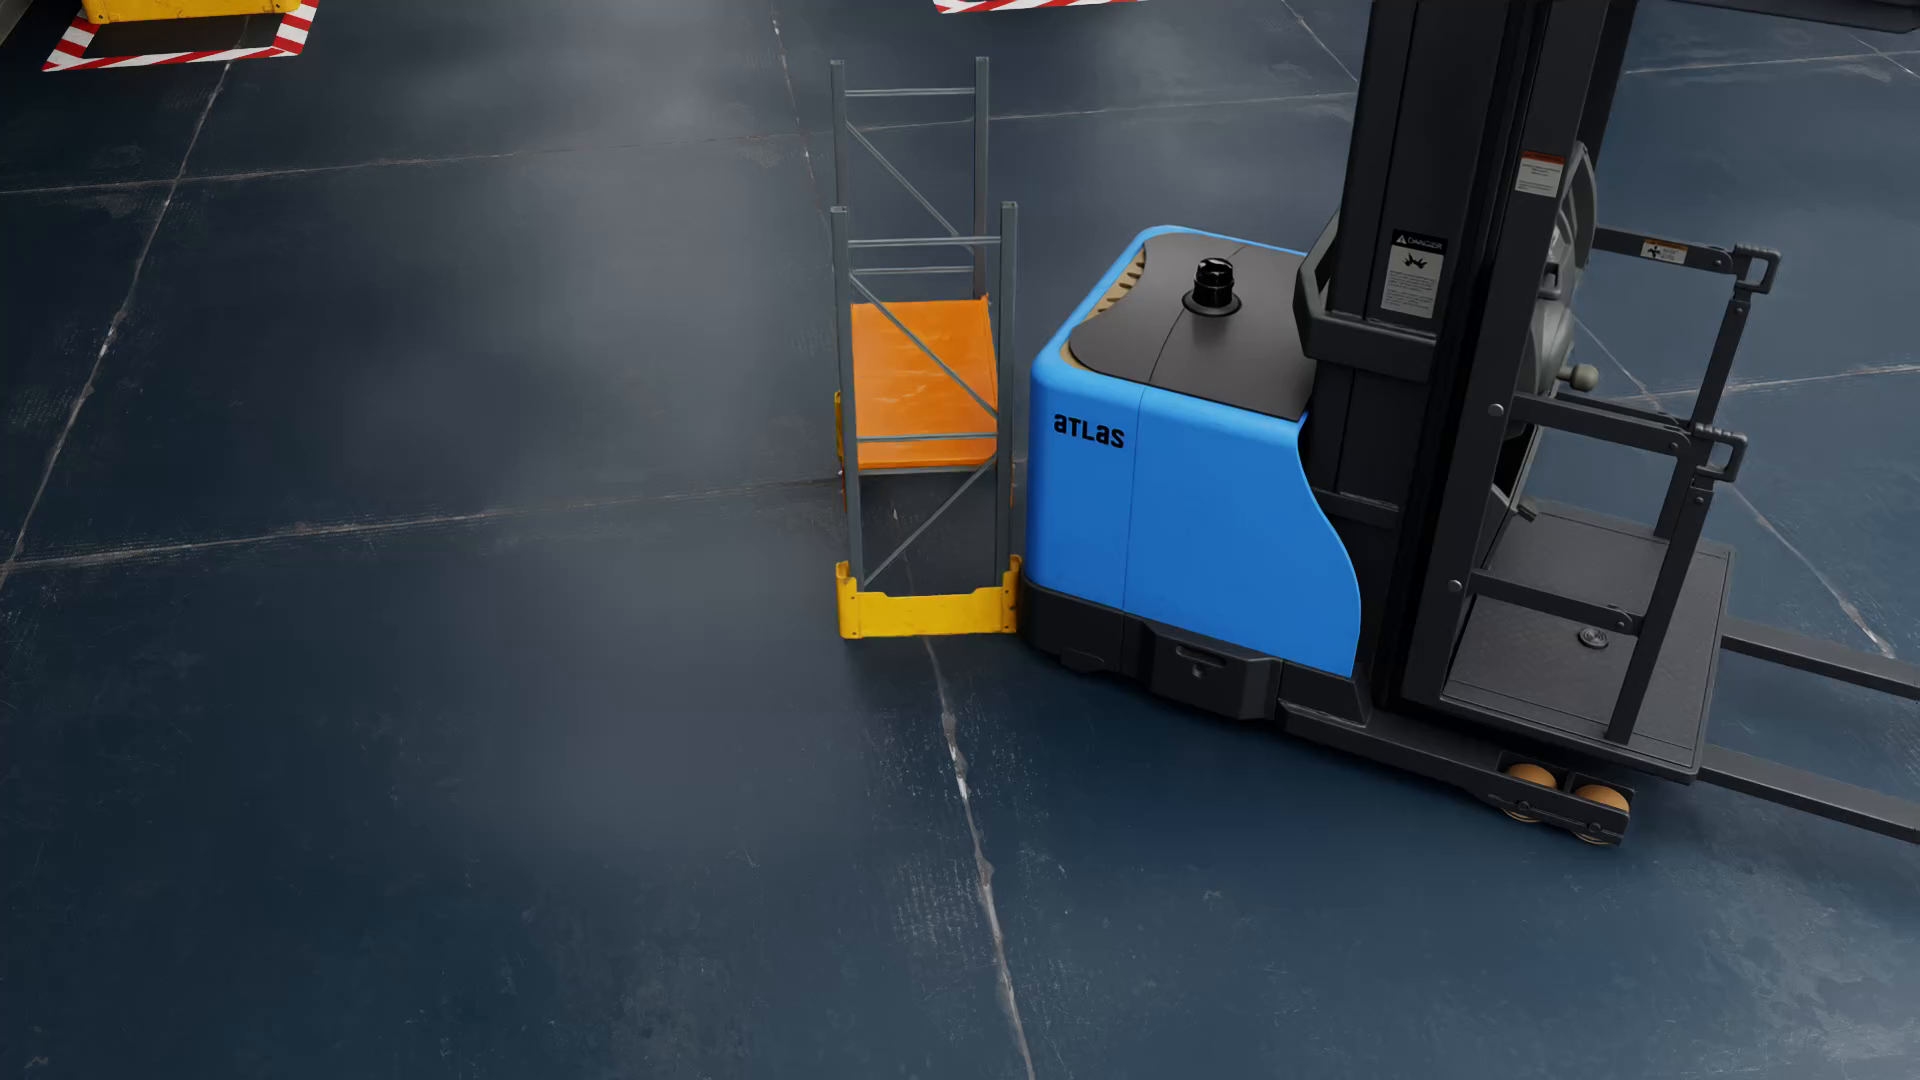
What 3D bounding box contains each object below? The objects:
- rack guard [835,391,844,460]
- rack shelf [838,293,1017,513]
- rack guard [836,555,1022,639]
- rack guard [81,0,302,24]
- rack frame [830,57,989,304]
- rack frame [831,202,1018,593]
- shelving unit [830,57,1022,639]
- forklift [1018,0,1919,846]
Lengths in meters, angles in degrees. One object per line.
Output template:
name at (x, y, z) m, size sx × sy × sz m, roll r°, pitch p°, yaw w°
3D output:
rack guard at (-0.159, -0.428, 6.097) m, size 0.587 × 0.250 × 0.087 m, roll -2°, pitch 38°, yaw -3°
rack shelf at (-0.128, -0.469, 5.425) m, size 0.538 × 0.185 × 1.000 m, roll -2°, pitch 38°, yaw -3°
rack guard at (-0.097, 0.182, 5.312) m, size 0.587 × 0.250 × 0.087 m, roll -2°, pitch 38°, yaw -3°
rack guard at (-4.484, -3.328, 9.626) m, size 1.175 × 0.500 × 0.348 m, roll -6°, pitch 38°, yaw -8°
rack frame at (-0.159, -0.923, 5.715) m, size 0.500 × 1.500 × 0.032 m, roll -2°, pitch 38°, yaw -3°
rack frame at (-0.096, -0.300, 4.914) m, size 0.500 × 1.500 × 0.032 m, roll -2°, pitch 38°, yaw -3°
shelving unit at (-0.128, -0.617, 5.321) m, size 0.587 × 1.500 × 1.083 m, roll -2°, pitch 38°, yaw -3°
forklift at (1.740, -0.681, 4.237) m, size 3.031 × 2.935 × 1.130 m, roll 16°, pitch 41°, yaw 20°
